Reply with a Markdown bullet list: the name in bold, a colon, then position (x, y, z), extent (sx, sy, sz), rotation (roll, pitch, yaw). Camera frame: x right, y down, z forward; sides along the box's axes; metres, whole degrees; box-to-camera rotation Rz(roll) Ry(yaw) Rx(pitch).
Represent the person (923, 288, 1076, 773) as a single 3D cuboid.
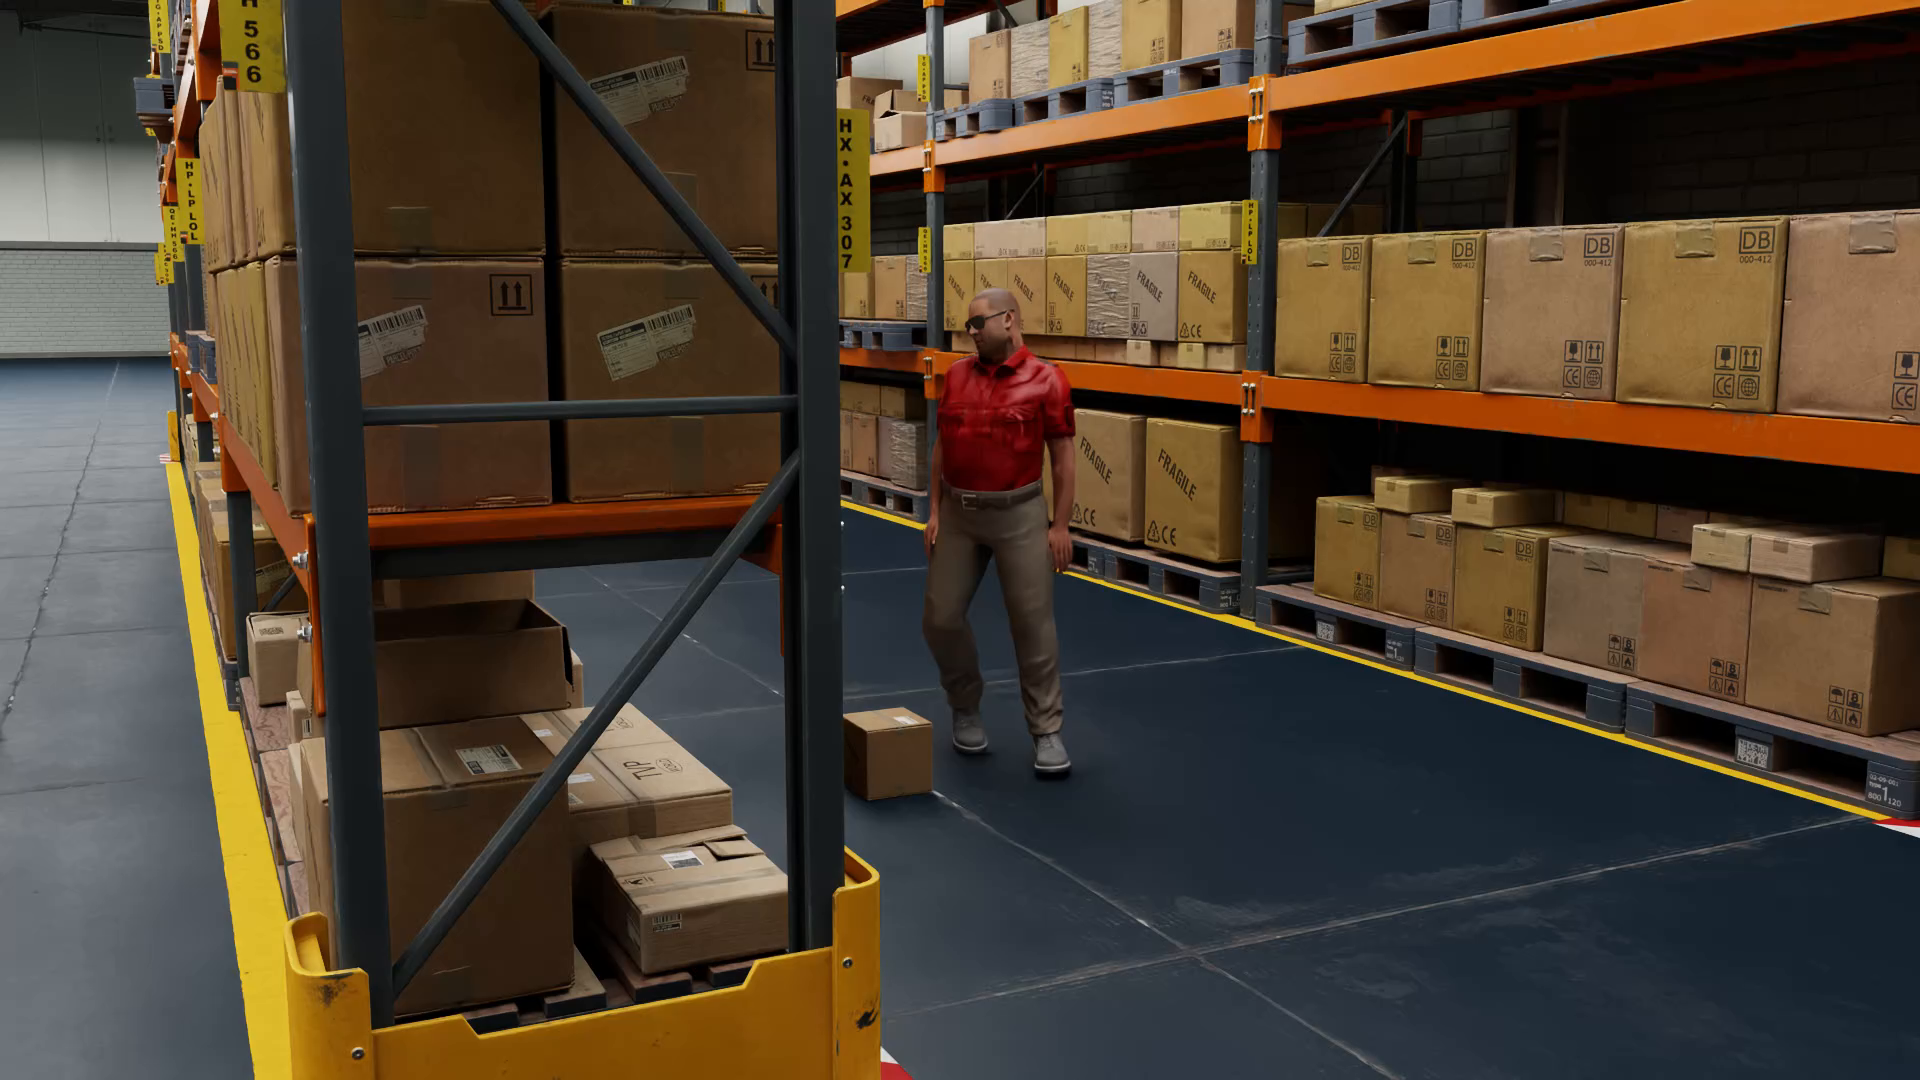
- **person**: position (0.174, -0.053, 6.112), extent (0.601, 1.731, 0.434), rotation (4, 9, 24)
